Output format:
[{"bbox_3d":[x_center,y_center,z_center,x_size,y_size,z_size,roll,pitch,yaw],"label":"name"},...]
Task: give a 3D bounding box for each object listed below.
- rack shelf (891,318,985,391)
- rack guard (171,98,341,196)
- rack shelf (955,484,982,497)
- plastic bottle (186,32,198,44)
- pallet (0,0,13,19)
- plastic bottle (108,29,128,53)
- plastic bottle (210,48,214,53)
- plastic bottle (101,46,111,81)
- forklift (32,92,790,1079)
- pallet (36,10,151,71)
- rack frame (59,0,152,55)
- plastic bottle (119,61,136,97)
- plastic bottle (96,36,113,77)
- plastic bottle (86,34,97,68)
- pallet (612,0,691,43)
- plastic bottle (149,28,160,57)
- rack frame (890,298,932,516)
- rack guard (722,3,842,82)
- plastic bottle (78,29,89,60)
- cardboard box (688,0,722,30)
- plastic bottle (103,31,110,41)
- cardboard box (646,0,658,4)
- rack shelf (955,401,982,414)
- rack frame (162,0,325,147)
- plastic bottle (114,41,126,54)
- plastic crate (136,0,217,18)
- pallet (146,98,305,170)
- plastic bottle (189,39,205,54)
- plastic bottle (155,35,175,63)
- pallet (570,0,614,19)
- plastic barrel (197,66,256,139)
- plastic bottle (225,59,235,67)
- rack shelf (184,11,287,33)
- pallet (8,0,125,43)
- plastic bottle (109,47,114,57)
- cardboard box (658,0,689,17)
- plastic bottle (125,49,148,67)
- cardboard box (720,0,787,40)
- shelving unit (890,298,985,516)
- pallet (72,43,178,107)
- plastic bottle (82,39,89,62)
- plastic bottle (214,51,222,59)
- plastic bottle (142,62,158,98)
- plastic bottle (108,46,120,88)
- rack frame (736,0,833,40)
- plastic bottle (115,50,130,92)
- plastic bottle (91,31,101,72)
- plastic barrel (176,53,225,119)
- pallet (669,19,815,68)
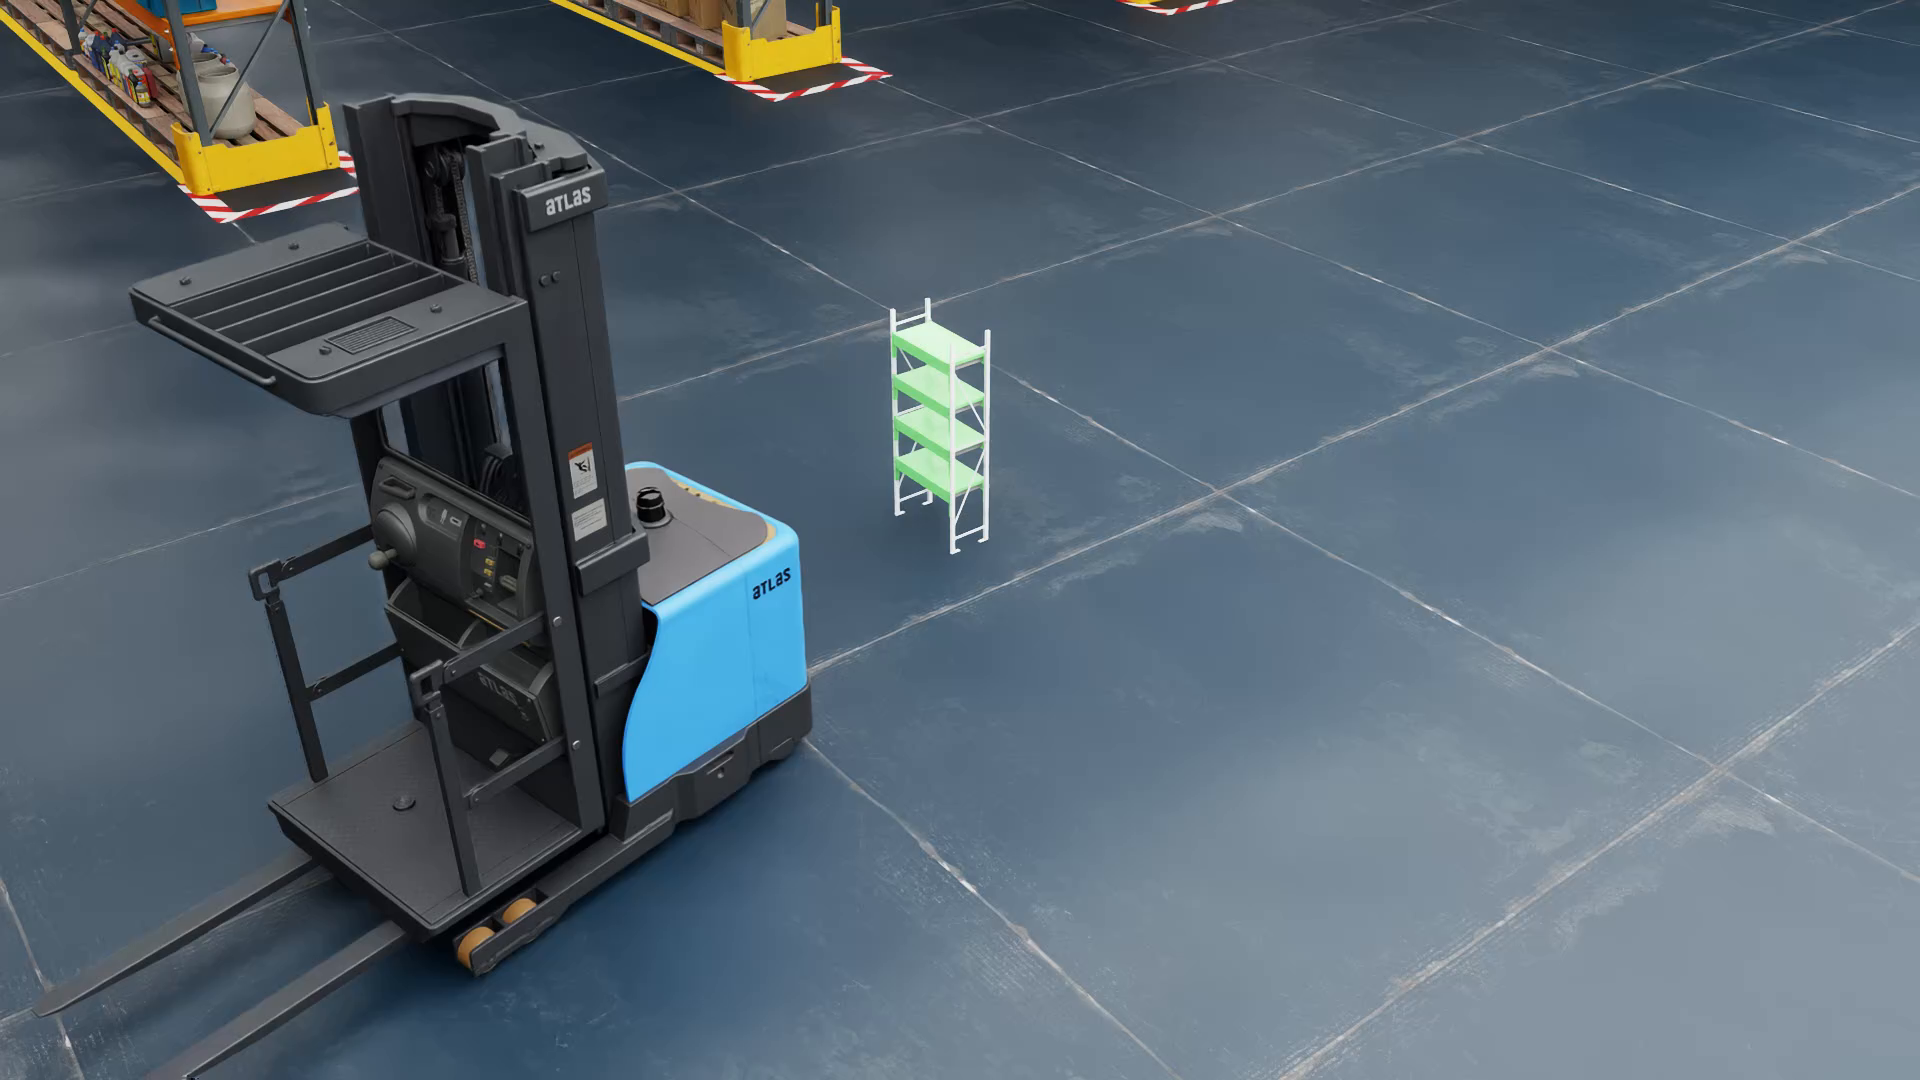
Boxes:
[{"bbox_3d":[-0.101,-0.932,8.325,0.258,0.148,0.480,-22,38,-31],"label":"rack shelf"},{"bbox_3d":[-5.653,-3.174,13.387,1.175,0.500,0.348,-22,38,-31],"label":"rack guard"},{"bbox_3d":[-0.102,-0.345,8.690,0.199,0.029,0.442,-22,38,-31],"label":"rack shelf"},{"bbox_3d":[-7.084,-4.559,15.341,0.144,0.351,0.185,-23,38,-32],"label":"plastic bottle"},{"bbox_3d":[-10.030,-6.034,18.265,1.003,0.211,1.213,-22,38,-31],"label":"pallet"},{"bbox_3d":[-7.741,-4.525,15.286,0.144,0.351,0.185,-22,38,-31],"label":"plastic bottle"},{"bbox_3d":[-6.706,-4.289,14.981,0.097,0.271,0.097,0,32,0],"label":"plastic bottle"},{"bbox_3d":[-7.671,-4.288,14.969,0.061,0.283,0.133,-20,37,-29],"label":"plastic bottle"},{"bbox_3d":[-1.978,0.058,5.879,1.121,2.935,3.031,24,39,33],"label":"forklift"},{"bbox_3d":[-8.534,-5.017,16.628,1.003,0.211,1.213,-22,38,-31],"label":"pallet"},{"bbox_3d":[-8.022,-5.887,15.385,1.000,3.000,0.127,-22,38,-31],"label":"rack frame"},{"bbox_3d":[-7.260,-4.045,14.584,0.152,0.276,0.135,-23,39,-33],"label":"plastic bottle"},{"bbox_3d":[-7.739,-4.399,15.084,0.144,0.351,0.185,-24,39,-33],"label":"plastic bottle"},{"bbox_3d":[-7.953,-4.516,15.343,0.152,0.276,0.135,-21,37,-30],"label":"plastic bottle"},{"bbox_3d":[-2.918,-5.528,17.450,1.003,0.211,1.213,-22,38,-31],"label":"pallet"},{"bbox_3d":[-7.513,-4.727,15.611,0.144,0.351,0.185,-22,38,-31],"label":"plastic bottle"},{"bbox_3d":[-0.251,-0.680,8.708,0.240,1.200,0.015,-22,38,-31],"label":"rack frame"},{"bbox_3d":[-1.703,-4.792,15.992,1.175,0.500,0.348,-22,38,-31],"label":"rack guard"},{"bbox_3d":[-8.173,-4.640,15.547,0.097,0.271,0.097,0,32,0],"label":"plastic bottle"},{"bbox_3d":[-2.420,-5.443,16.641,0.614,0.500,0.614,-22,38,-31],"label":"cardboard box"},{"bbox_3d":[-7.869,-4.554,15.397,0.061,0.283,0.133,-22,38,-31],"label":"plastic bottle"},{"bbox_3d":[-3.096,-5.957,17.469,0.500,0.500,0.500,-26,40,-35],"label":"cardboard box"},{"bbox_3d":[-0.101,-0.753,8.437,0.199,0.029,0.442,-22,38,-31],"label":"rack shelf"},{"bbox_3d":[-5.569,-4.220,12.701,1.000,3.000,0.127,-22,38,-31],"label":"rack frame"},{"bbox_3d":[-7.671,-4.423,15.197,0.097,0.271,0.097,0,32,0],"label":"plastic bottle"},{"bbox_3d":[-7.911,-5.581,14.833,0.499,0.464,6.483,-22,38,-31],"label":"plastic crate"},{"bbox_3d":[-6.147,-3.392,14.011,1.003,0.211,1.213,-22,38,-31],"label":"pallet"},{"bbox_3d":[-6.987,-4.458,15.249,0.152,0.276,0.135,-22,38,-31],"label":"plastic bottle"},{"bbox_3d":[-7.383,-4.603,15.483,0.152,0.276,0.135,-22,38,-31],"label":"plastic bottle"},{"bbox_3d":[-3.670,-6.036,18.269,1.003,0.211,1.213,-22,38,-31],"label":"pallet"},{"bbox_3d":[-6.033,-3.591,13.649,0.421,0.512,0.421,0,32,0],"label":"plastic barrel"},{"bbox_3d":[-6.435,-4.104,14.684,0.097,0.271,0.097,0,32,0],"label":"plastic bottle"},{"bbox_3d":[-6.796,-4.809,14.195,0.831,0.071,3.687,-22,38,-31],"label":"rack shelf"},{"bbox_3d":[-9.287,-5.526,17.447,1.003,0.211,1.213,-22,38,-31],"label":"pallet"},{"bbox_3d":[-7.619,-4.316,15.026,0.097,0.271,0.097,0,32,0],"label":"plastic bottle"},{"bbox_3d":[-2.789,-5.710,17.071,0.500,0.500,0.500,-19,36,-27],"label":"cardboard box"},{"bbox_3d":[-7.377,-4.249,14.912,0.152,0.276,0.135,-22,38,-31],"label":"plastic bottle"},{"bbox_3d":[-2.026,-5.205,16.258,0.500,0.500,0.500,-15,35,-23],"label":"cardboard box"},{"bbox_3d":[-0.105,-0.581,8.548,0.258,1.200,0.492,-22,38,-31],"label":"shelving unit"},{"bbox_3d":[-7.643,-4.409,15.649,1.003,0.211,1.213,-22,38,-31],"label":"pallet"},{"bbox_3d":[-8.111,-4.568,15.497,0.097,0.201,0.097,0,32,0],"label":"plastic bottle"},{"bbox_3d":[-6.645,-4.247,14.914,0.097,0.271,0.097,0,32,0],"label":"plastic bottle"},{"bbox_3d":[-7.091,-4.025,14.545,0.061,0.283,0.133,-22,38,-31],"label":"plastic bottle"},{"bbox_3d":[-7.478,-4.222,14.799,0.144,0.351,0.185,-23,38,-32],"label":"plastic bottle"},{"bbox_3d":[-1.657,-5.822,15.281,1.000,3.000,0.127,-22,38,-31],"label":"rack frame"},{"bbox_3d":[-7.364,-4.145,14.674,0.144,0.351,0.185,-21,37,-29],"label":"plastic bottle"},{"bbox_3d":[-7.855,-4.478,15.210,0.144,0.351,0.185,-21,38,-30],"label":"plastic bottle"},{"bbox_3d":[-6.340,-3.800,13.985,0.421,0.512,0.421,0,32,0],"label":"plastic barrel"},{"bbox_3d":[-2.174,-5.019,16.632,1.003,0.211,1.213,-22,38,-31],"label":"pallet"}]
